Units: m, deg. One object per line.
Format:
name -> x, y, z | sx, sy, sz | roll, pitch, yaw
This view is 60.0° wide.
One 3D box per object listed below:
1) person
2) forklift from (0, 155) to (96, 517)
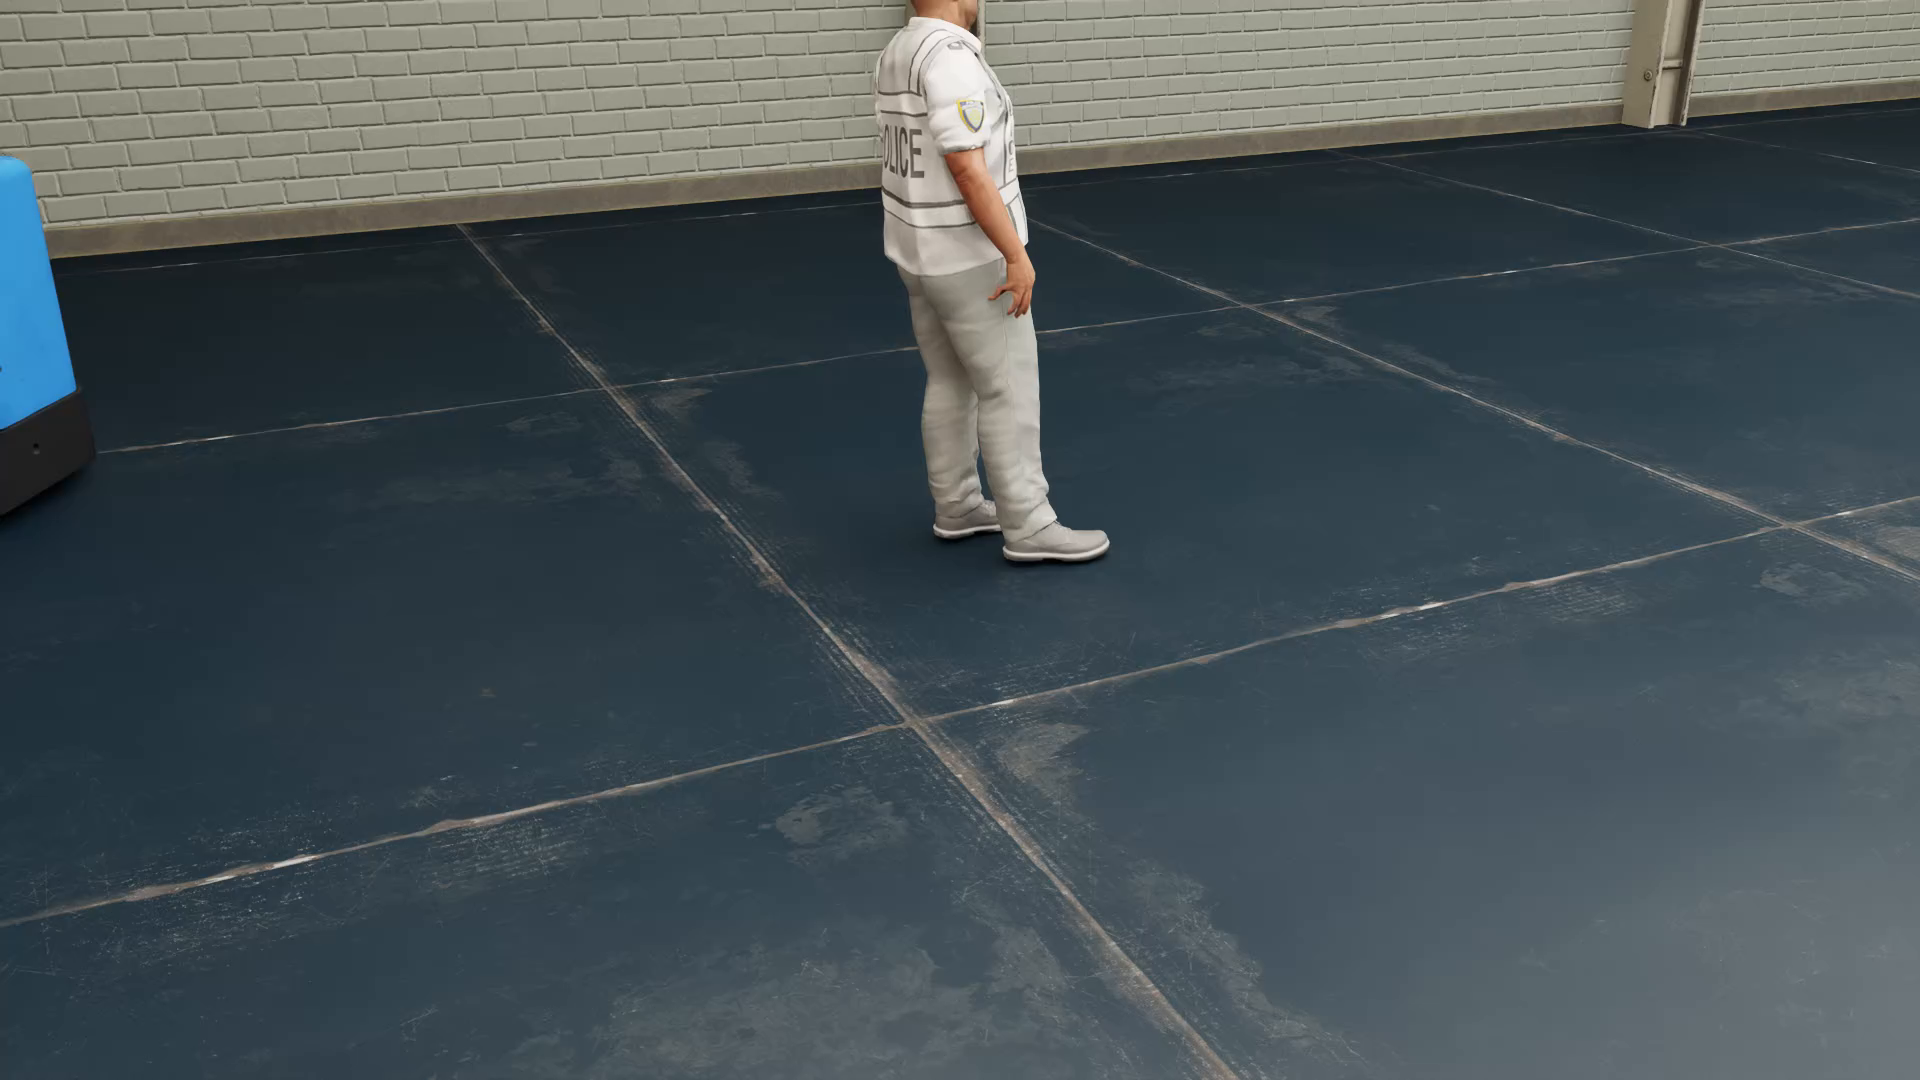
person -> 0.076, -0.839, 4.783 | 0.574, 1.781, 0.641 | -10, 25, -23
forklift -> -4.441, -1.434, 4.738 | 3.031, 2.935, 1.130 | 2, 23, 4
